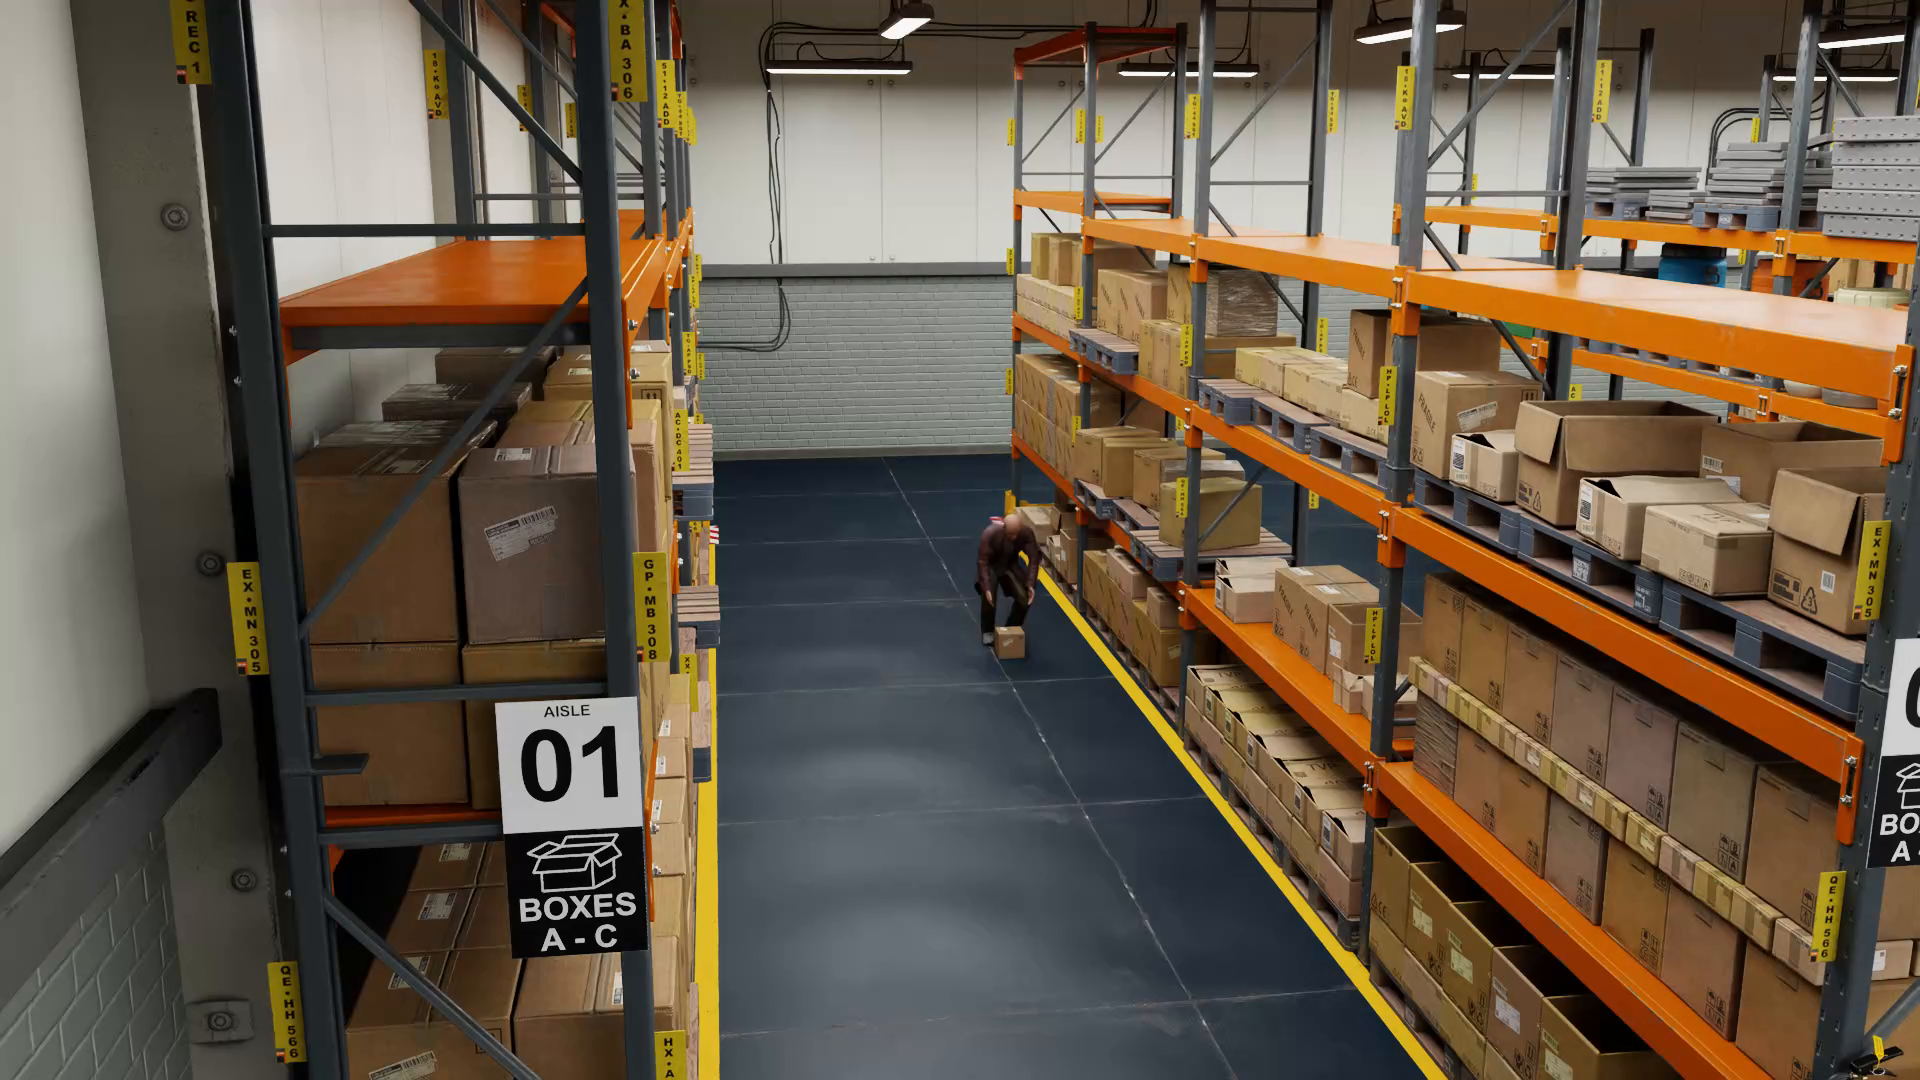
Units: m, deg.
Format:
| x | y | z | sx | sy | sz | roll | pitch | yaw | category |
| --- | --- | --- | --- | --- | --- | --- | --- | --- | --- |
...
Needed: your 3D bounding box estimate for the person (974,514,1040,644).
| x | y | z | sx | sy | sz | roll | pitch | yaw | category |
| --- | --- | --- | --- | --- | --- | --- | --- | --- | --- |
| 0.452 | 0.351 | 16.420 | 0.632 | 1.363 | 0.752 | -2 | 13 | -8 | person |
